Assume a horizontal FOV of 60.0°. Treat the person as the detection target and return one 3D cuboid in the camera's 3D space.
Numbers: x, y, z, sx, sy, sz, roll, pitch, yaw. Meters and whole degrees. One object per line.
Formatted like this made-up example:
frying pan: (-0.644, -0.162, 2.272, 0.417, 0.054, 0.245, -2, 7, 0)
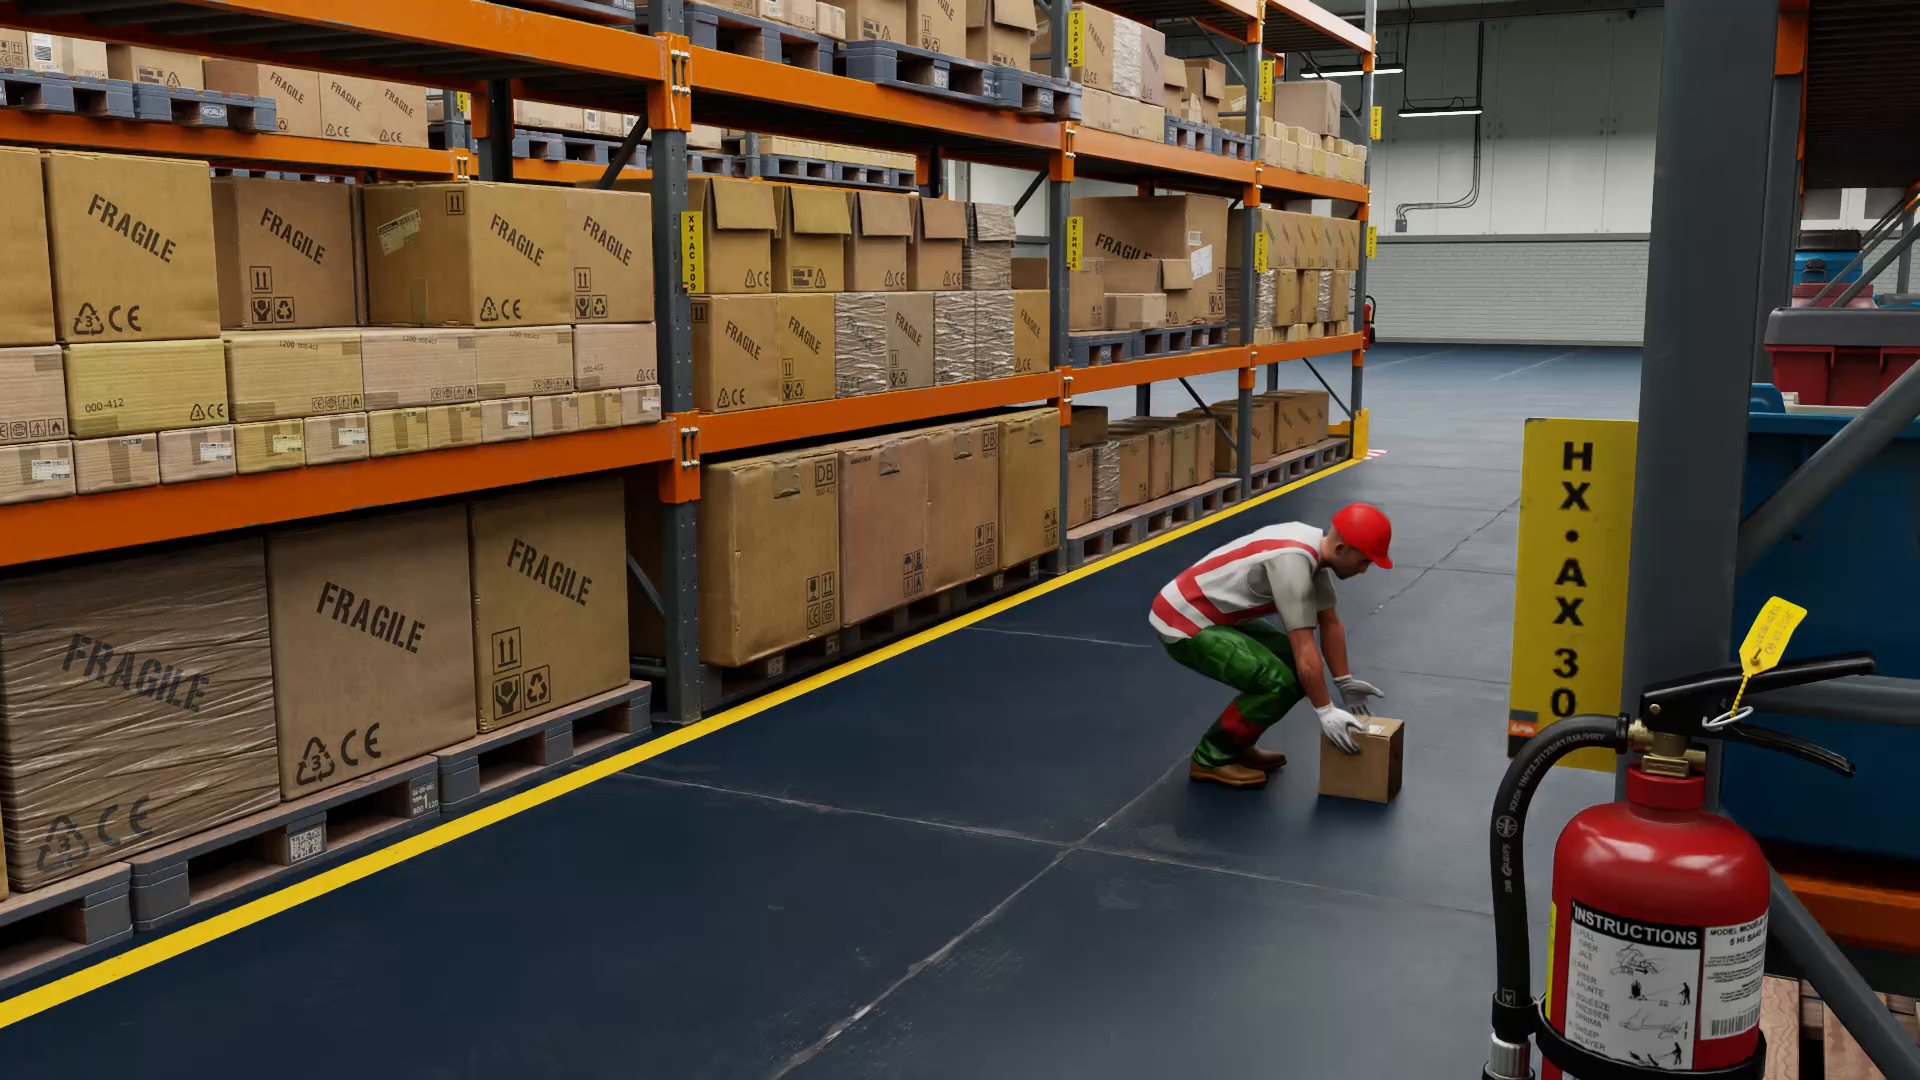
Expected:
person: (1.165, 0.372, 6.262, 0.870, 1.065, 0.579, 4, 10, 26)
